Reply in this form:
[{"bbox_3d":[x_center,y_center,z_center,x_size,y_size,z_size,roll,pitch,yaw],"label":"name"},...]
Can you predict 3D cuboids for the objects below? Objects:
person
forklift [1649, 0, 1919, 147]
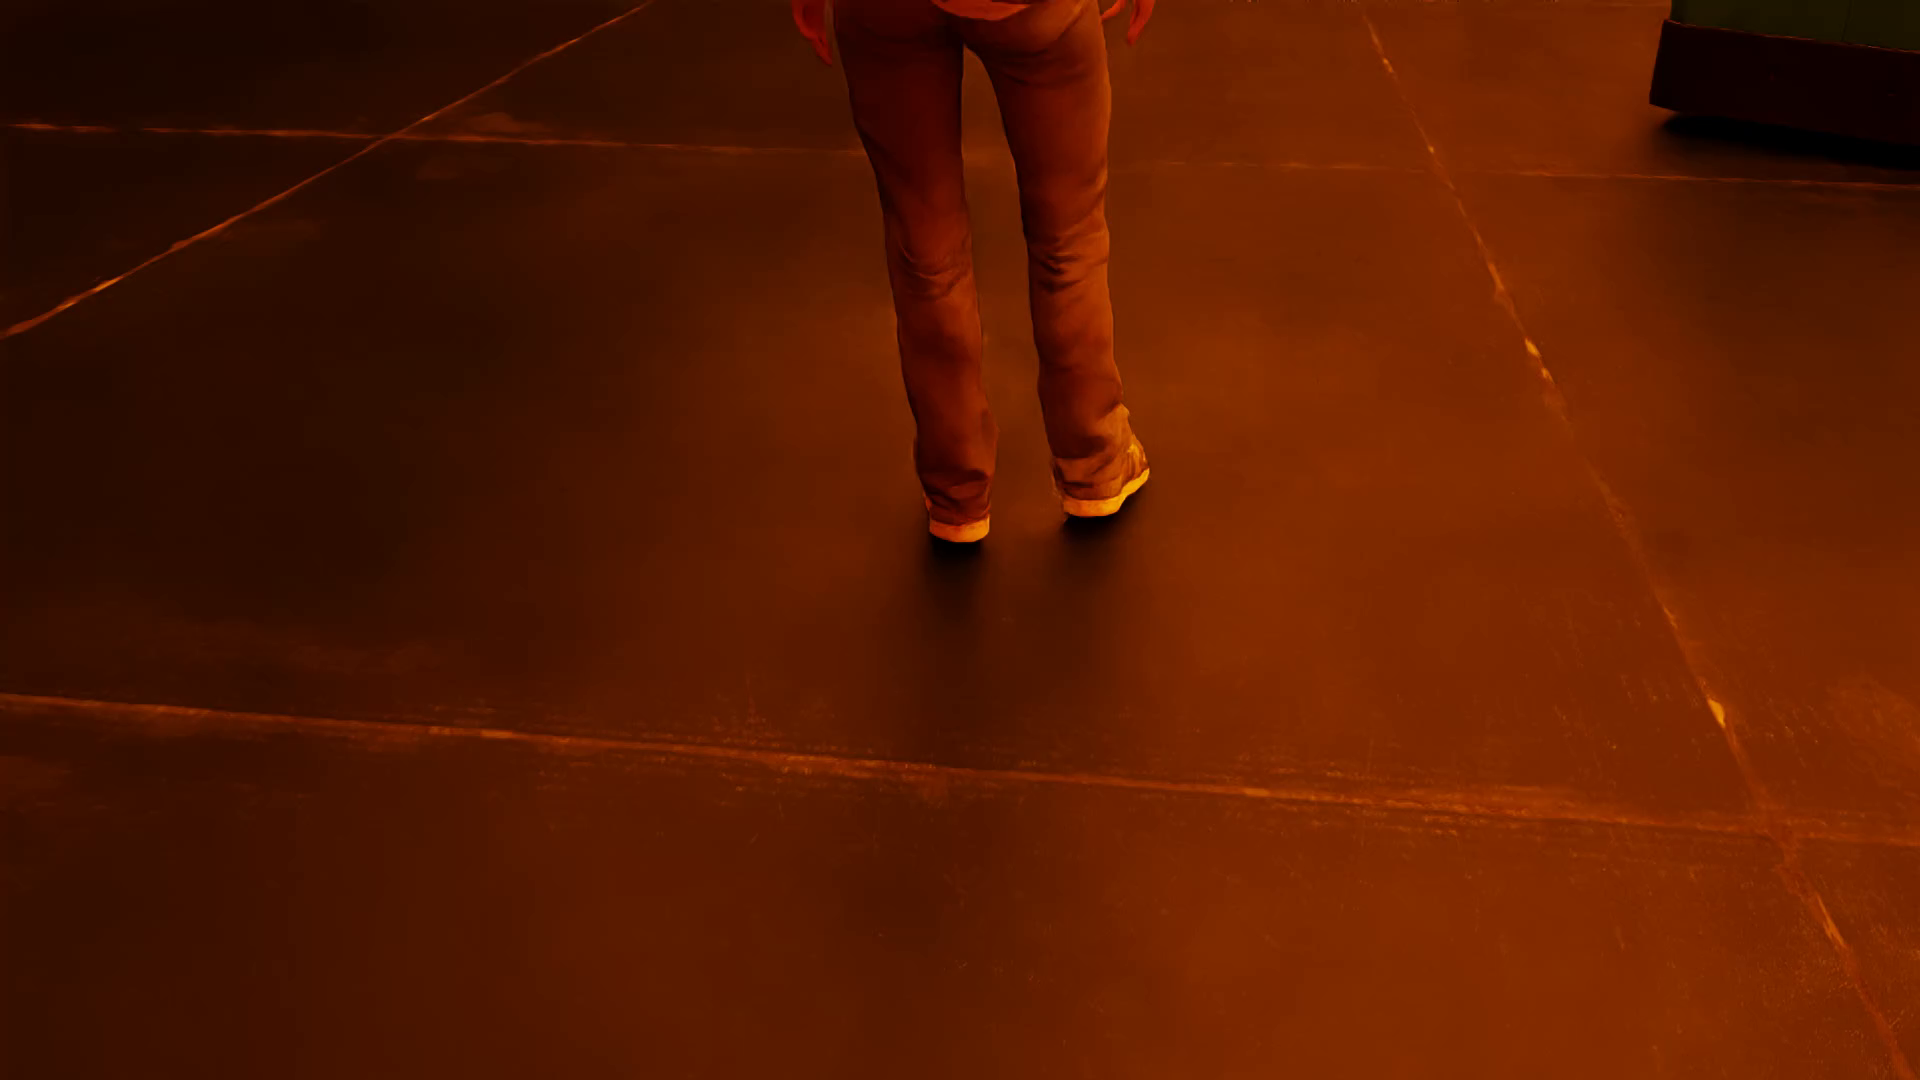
[{"bbox_3d":[0.023,-0.753,2.204,0.521,1.597,0.474,3,27,7],"label":"person"},{"bbox_3d":[3.438,-2.857,4.945,1.130,2.935,3.031,24,35,39],"label":"forklift"}]
